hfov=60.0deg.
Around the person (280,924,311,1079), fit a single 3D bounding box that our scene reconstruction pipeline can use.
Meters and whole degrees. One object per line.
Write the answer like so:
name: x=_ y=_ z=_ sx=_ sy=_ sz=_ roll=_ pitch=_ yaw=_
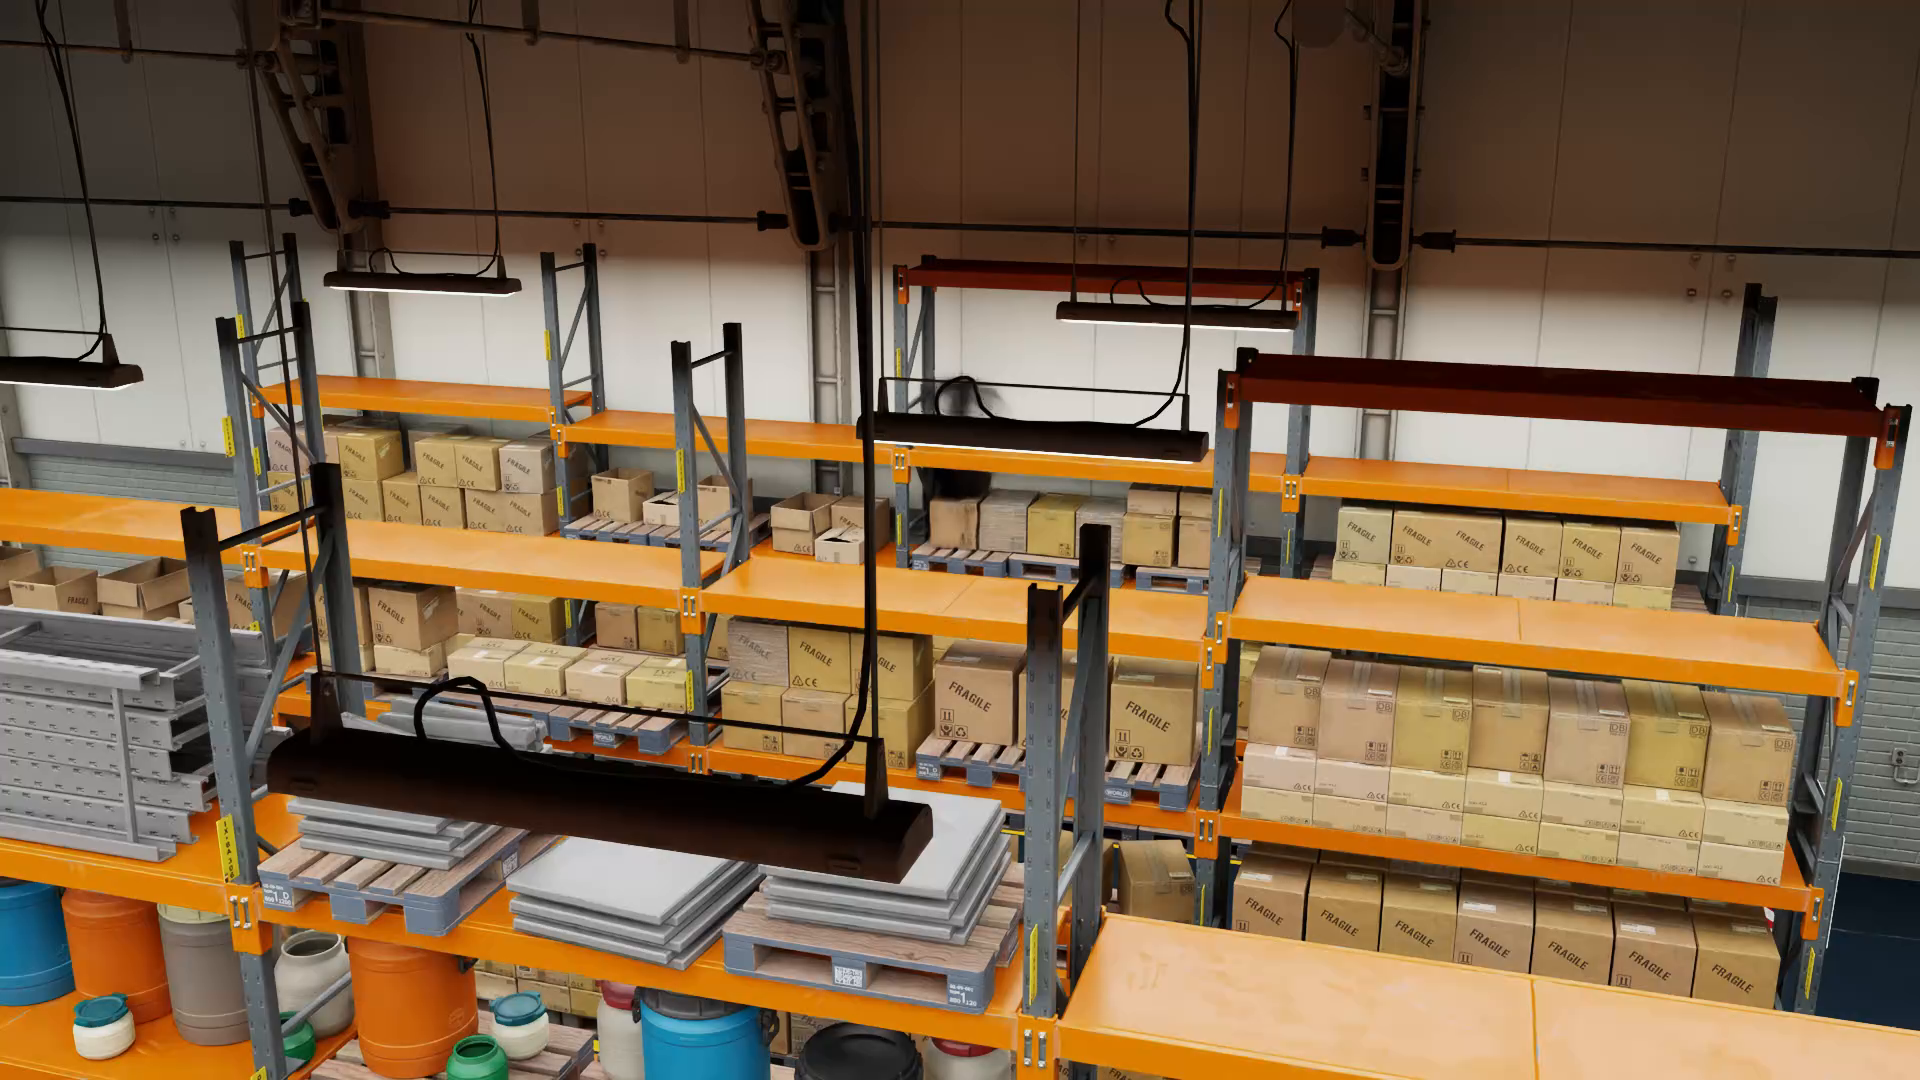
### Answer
person: x=-5.245 y=3.694 z=12.891 sx=0.651 sy=1.711 sz=0.692 roll=7 pitch=18 yaw=24
